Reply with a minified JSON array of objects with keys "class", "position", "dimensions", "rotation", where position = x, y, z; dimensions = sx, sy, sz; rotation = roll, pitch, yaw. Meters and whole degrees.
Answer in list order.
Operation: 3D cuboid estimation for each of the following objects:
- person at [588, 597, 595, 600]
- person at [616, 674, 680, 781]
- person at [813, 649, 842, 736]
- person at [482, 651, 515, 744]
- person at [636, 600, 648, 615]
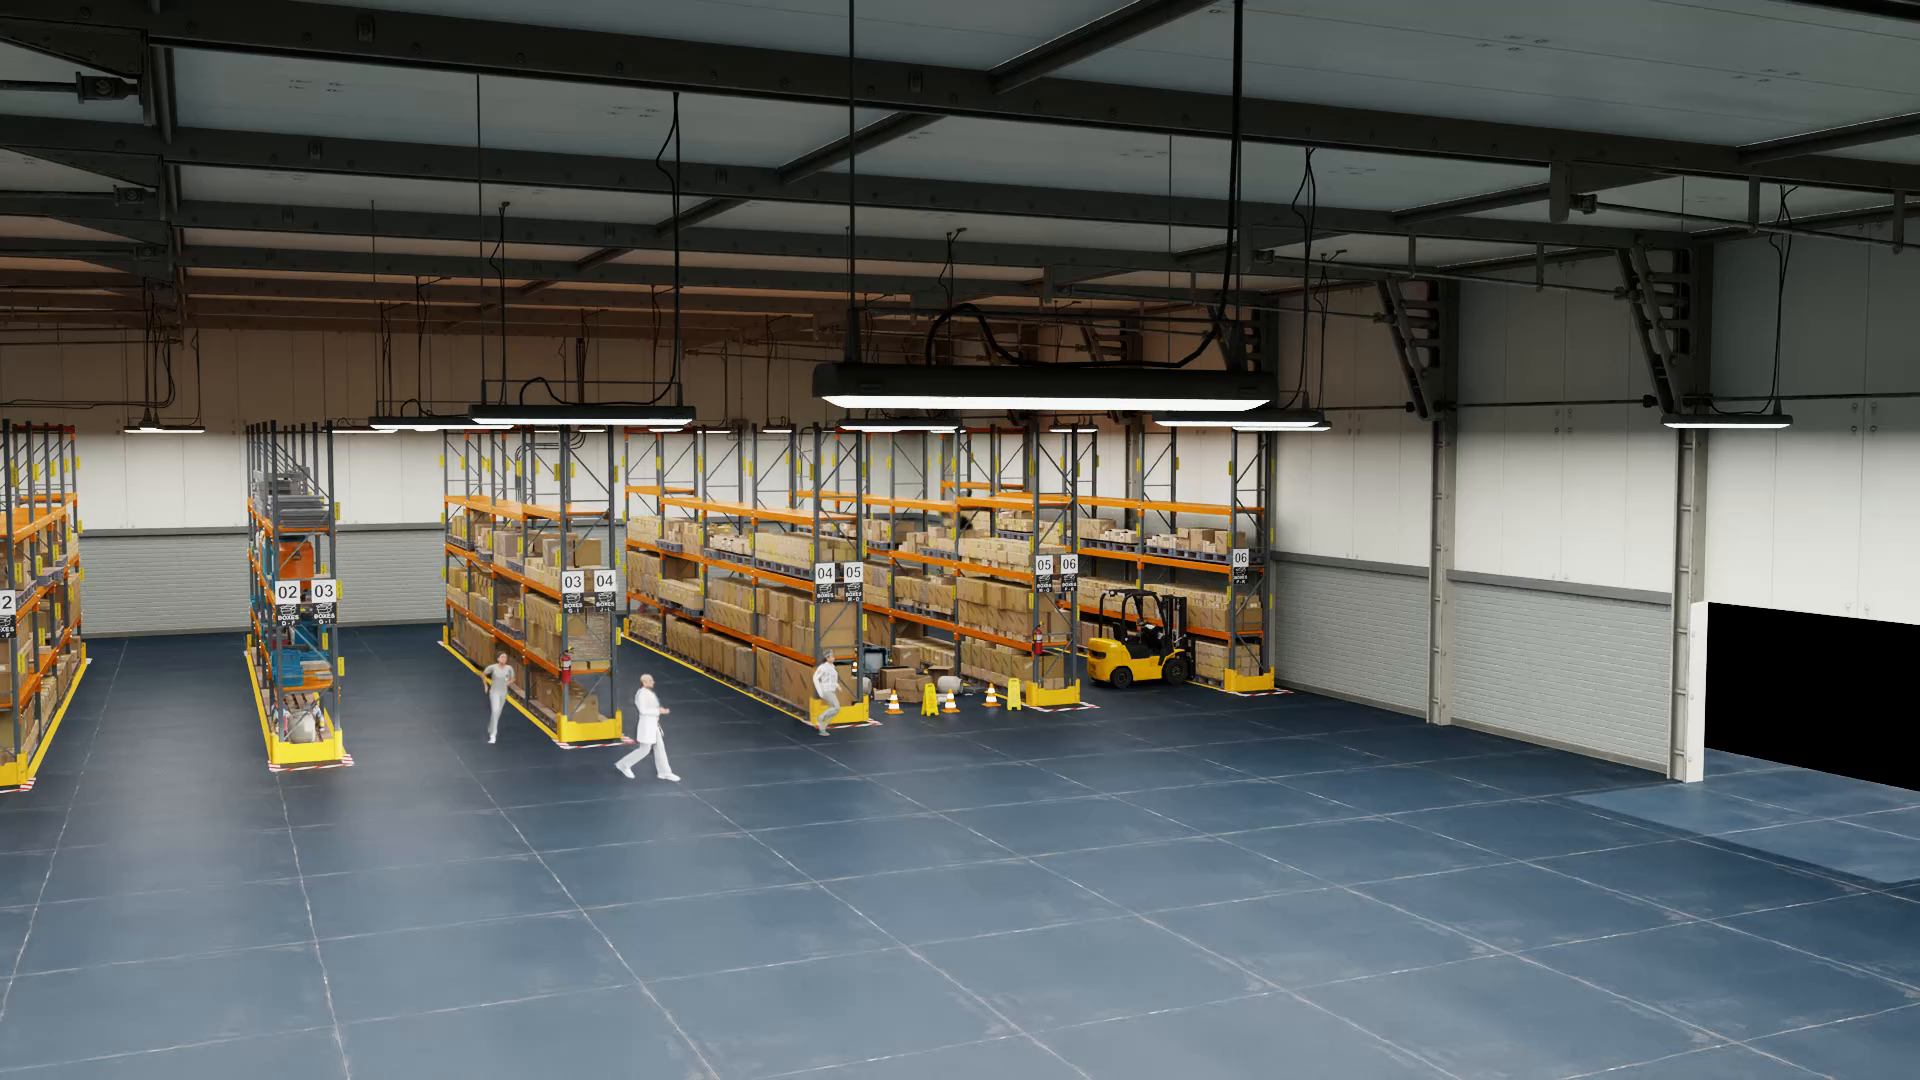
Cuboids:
[{"class":"person","position":[-10.199,1.997,45.951],"dimensions":[0.744,1.714,0.535],"rotation":[-1,4,-19]},{"class":"person","position":[-5.155,3.098,27.424],"dimensions":[1.049,1.781,0.710],"rotation":[0,4,2]},{"class":"person","position":[-2.474,2.922,31.882],"dimensions":[0.506,1.620,0.621],"rotation":[1,4,21]},{"class":"person","position":[-8.715,2.936,31.428],"dimensions":[0.588,1.694,0.826],"rotation":[-3,4,-35]},{"class":"person","position":[-9.304,1.853,49.169],"dimensions":[0.665,1.647,0.607],"rotation":[0,4,3]}]
